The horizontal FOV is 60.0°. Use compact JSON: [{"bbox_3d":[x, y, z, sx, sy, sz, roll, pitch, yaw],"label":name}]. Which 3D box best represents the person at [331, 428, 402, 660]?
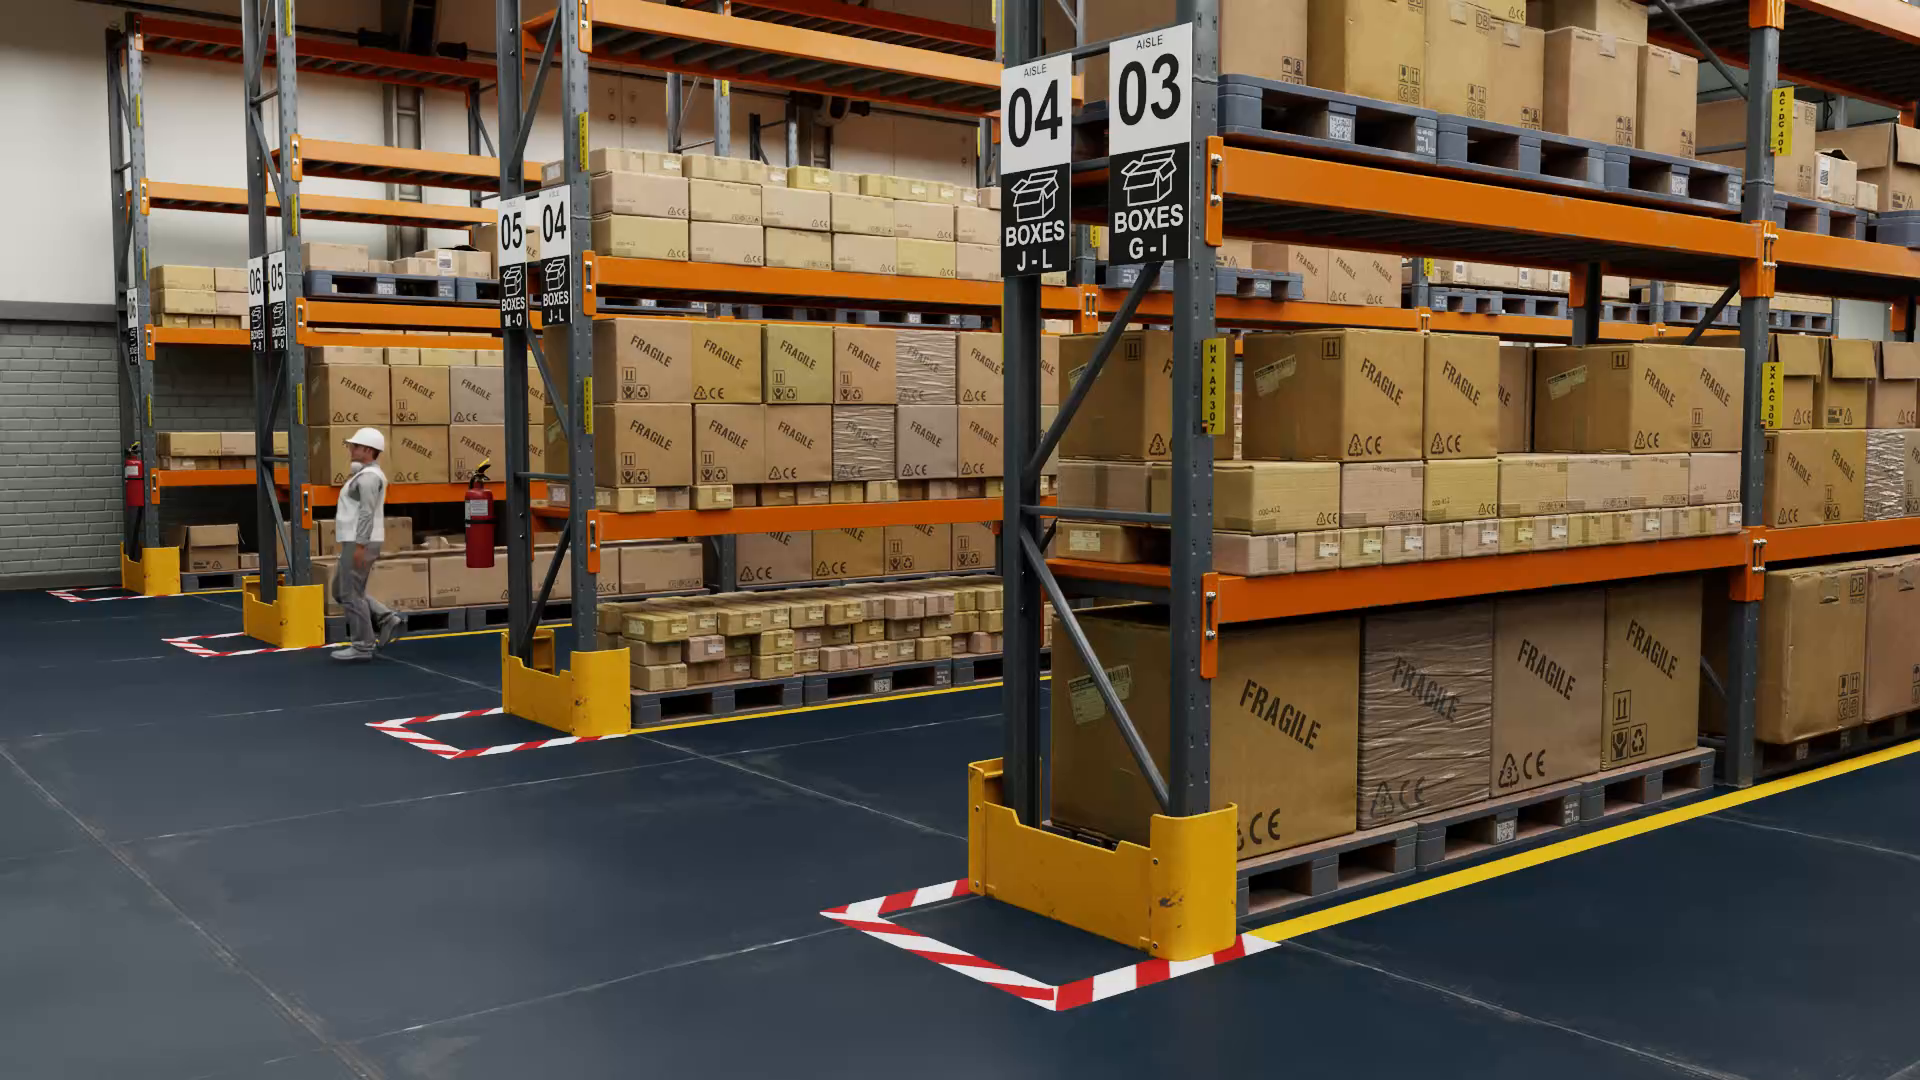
[{"bbox_3d":[-4.552,0.024,12.691,0.514,1.759,0.546,-1,4,-14],"label":"person"}]
